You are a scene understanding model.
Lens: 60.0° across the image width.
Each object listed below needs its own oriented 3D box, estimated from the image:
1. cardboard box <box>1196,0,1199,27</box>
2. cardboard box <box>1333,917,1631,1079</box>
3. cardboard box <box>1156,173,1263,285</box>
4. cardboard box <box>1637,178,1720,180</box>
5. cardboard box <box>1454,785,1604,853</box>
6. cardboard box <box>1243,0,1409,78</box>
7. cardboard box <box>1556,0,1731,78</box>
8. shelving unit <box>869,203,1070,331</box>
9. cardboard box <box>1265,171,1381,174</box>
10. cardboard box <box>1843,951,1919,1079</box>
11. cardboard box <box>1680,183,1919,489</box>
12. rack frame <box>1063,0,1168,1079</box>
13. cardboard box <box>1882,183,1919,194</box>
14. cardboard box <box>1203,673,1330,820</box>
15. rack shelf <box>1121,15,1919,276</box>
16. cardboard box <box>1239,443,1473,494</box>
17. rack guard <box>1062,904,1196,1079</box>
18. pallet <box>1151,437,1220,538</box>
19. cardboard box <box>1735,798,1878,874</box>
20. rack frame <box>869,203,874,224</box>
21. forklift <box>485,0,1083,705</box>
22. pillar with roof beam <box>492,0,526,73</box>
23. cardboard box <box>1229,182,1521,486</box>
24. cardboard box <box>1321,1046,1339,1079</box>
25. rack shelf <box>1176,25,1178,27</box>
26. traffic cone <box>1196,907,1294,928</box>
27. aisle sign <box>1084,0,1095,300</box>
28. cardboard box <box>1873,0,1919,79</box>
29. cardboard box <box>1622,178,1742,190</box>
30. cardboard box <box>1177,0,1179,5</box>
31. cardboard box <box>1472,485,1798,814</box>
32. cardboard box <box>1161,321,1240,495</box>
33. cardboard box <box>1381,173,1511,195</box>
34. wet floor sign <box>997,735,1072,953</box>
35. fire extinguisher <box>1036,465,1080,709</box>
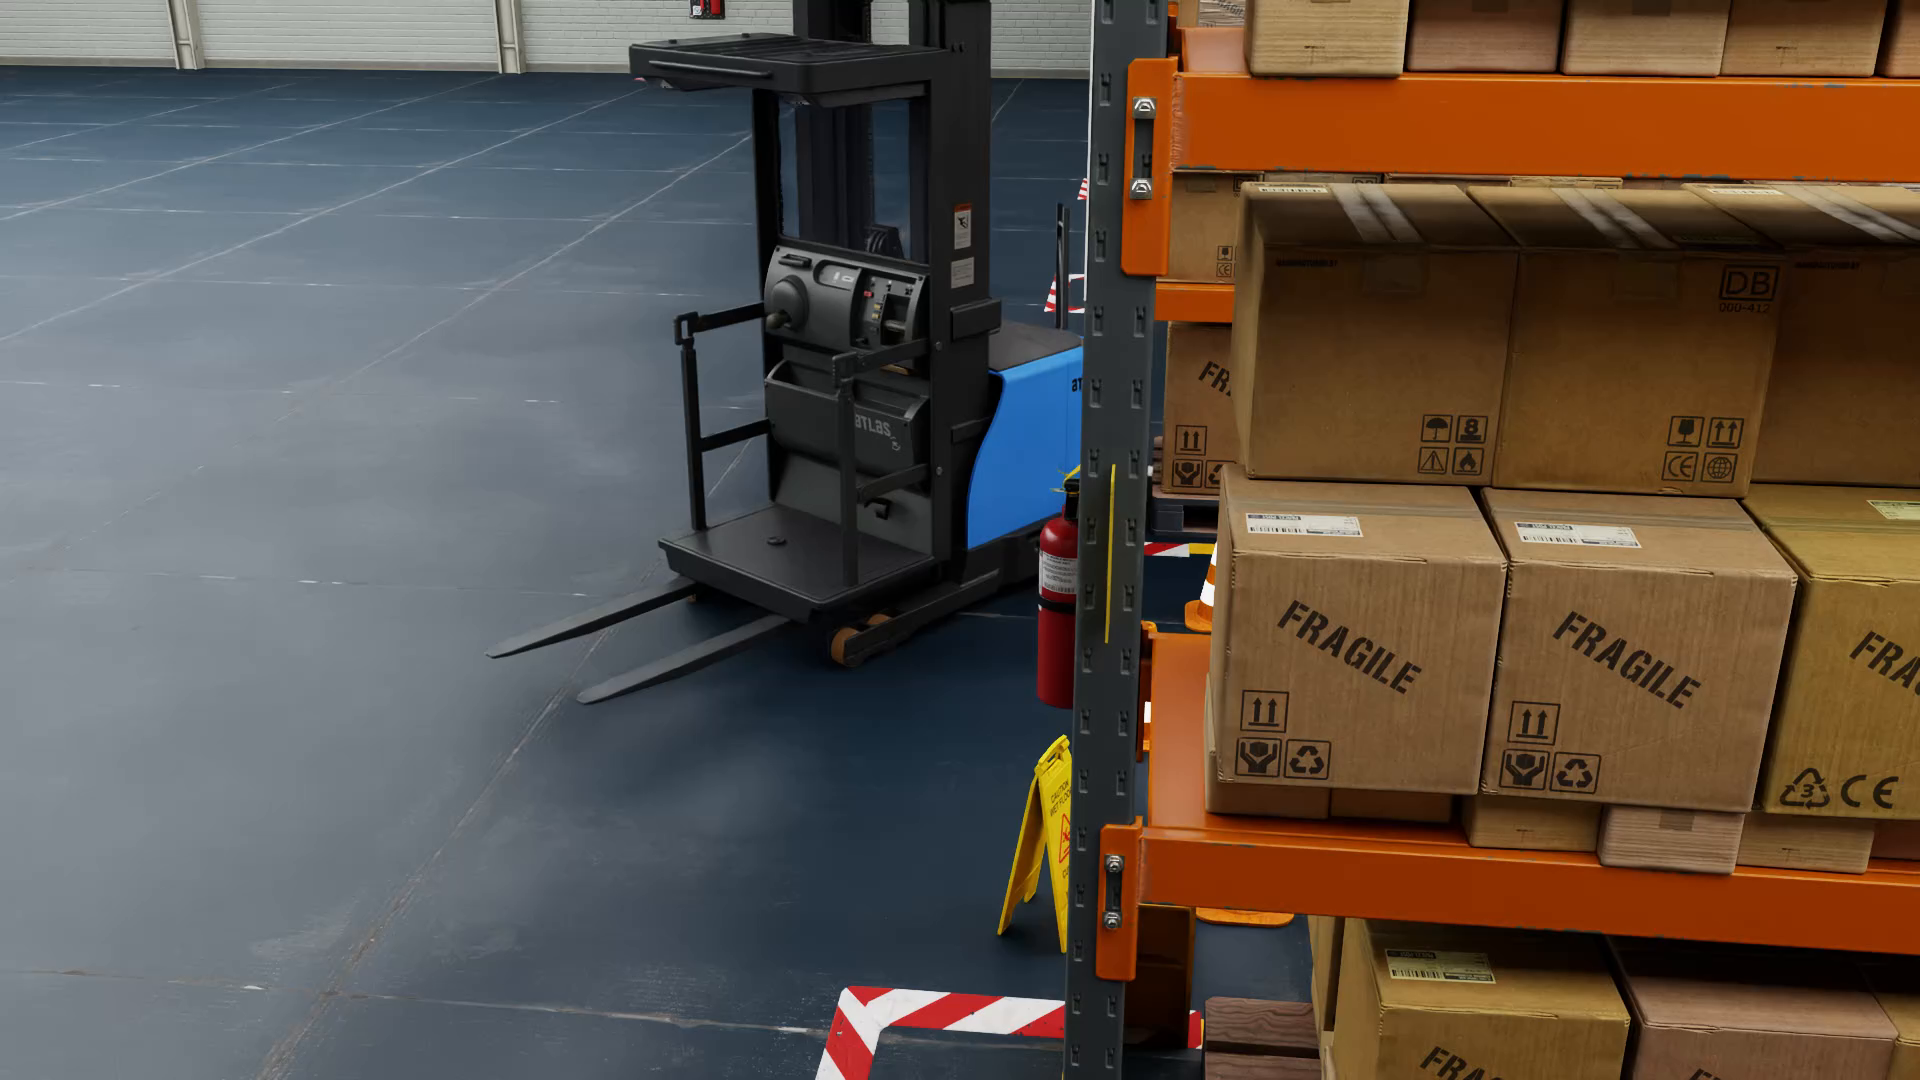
[{"bbox_3d":[2.087,-4.103,12.839,0.500,0.500,0.500,2,22,6],"label":"cardboard box"},{"bbox_3d":[1.137,1.102,3.720,0.500,0.500,0.500,2,22,4],"label":"cardboard box"},{"bbox_3d":[1.201,-1.651,8.332,0.550,0.550,0.875,2,22,6],"label":"cardboard box"},{"bbox_3d":[3.357,-2.063,7.905,0.550,0.550,0.875,2,22,6],"label":"cardboard box"},{"bbox_3d":[1.164,0.485,3.475,0.250,0.149,0.380,2,22,5],"label":"cardboard box"},{"bbox_3d":[0.636,-0.914,2.934,0.250,0.149,0.380,3,22,6],"label":"cardboard box"},{"bbox_3d":[1.167,-0.912,2.927,0.250,0.149,0.380,3,22,8],"label":"cardboard box"},{"bbox_3d":[0.043,-1.031,8.920,1.083,1.500,0.587,0,14,-1],"label":"shelving unit"},{"bbox_3d":[1.748,-2.132,8.080,0.550,0.550,0.875,2,22,6],"label":"cardboard box"},{"bbox_3d":[2.154,1.148,3.605,0.500,0.500,0.500,3,22,7],"label":"cardboard box"},{"bbox_3d":[1.898,-0.467,3.641,0.500,0.500,0.700,2,22,6],"label":"cardboard box"},{"bbox_3d":[0.345,0.231,3.776,0.127,3.000,1.000,2,22,6],"label":"rack frame"},{"bbox_3d":[4.432,-1.489,7.922,0.550,0.550,0.875,2,22,6],"label":"cardboard box"},{"bbox_3d":[0.658,0.438,3.593,0.250,0.149,0.380,3,22,7],"label":"cardboard box"},{"bbox_3d":[2.331,-0.743,3.137,4.000,0.370,1.077,2,22,6],"label":"rack shelf"},{"bbox_3d":[0.916,-0.031,3.898,0.500,0.500,0.500,2,22,5],"label":"cardboard box"},{"bbox_3d":[0.421,1.397,4.227,0.348,0.500,1.175,2,22,6],"label":"rack guard"},{"bbox_3d":[1.630,-0.278,8.855,1.213,0.211,1.003,2,22,6],"label":"pallet"},{"bbox_3d":[1.672,0.512,3.407,0.250,0.149,0.380,3,22,8],"label":"cardboard box"},{"bbox_3d":[-0.474,-1.028,8.911,0.032,1.500,0.500,0,14,-1],"label":"rack frame"},{"bbox_3d":[-0.648,-1.031,7.062,1.130,2.935,3.031,18,28,39],"label":"forklift"},{"bbox_3d":[-8.366,-10.835,23.608,0.400,9.000,9.100,2,22,6],"label":"pillar with roof beam"},{"bbox_3d":[0.878,-0.476,3.664,0.500,0.500,0.700,2,22,5],"label":"cardboard box"},{"bbox_3d":[1.114,1.450,3.860,0.500,0.250,0.500,2,22,6],"label":"cardboard box"},{"bbox_3d":[4.667,-6.583,21.989,4.000,0.370,1.077,2,22,6],"label":"rack shelf"},{"bbox_3d":[0.924,0.958,5.386,0.334,0.463,0.336,2,22,6],"label":"traffic cone"},{"bbox_3d":[0.247,-0.867,3.018,0.004,0.787,0.394,2,22,6],"label":"aisle sign"},{"bbox_3d":[1.679,-0.900,2.898,0.250,0.149,0.380,2,22,5],"label":"cardboard box"},{"bbox_3d":[3.360,-1.571,8.129,0.550,0.550,0.875,2,22,6],"label":"cardboard box"},{"bbox_3d":[3.707,-8.615,26.328,0.500,0.250,0.500,2,22,5],"label":"cardboard box"},{"bbox_3d":[1.298,0.189,3.341,0.500,0.500,0.500,3,22,8],"label":"cardboard box"},{"bbox_3d":[1.508,-0.783,8.658,0.875,0.875,0.875,3,22,7],"label":"cardboard box"},{"bbox_3d":[2.291,-1.565,8.114,0.550,0.550,0.875,2,22,6],"label":"cardboard box"},{"bbox_3d":[0.282,0.927,5.217,0.232,0.644,0.267,11,24,25],"label":"wet floor sign"},{"bbox_3d":[0.286,0.094,4.228,0.183,0.674,0.296,2,22,6],"label":"fire extinguisher"}]
